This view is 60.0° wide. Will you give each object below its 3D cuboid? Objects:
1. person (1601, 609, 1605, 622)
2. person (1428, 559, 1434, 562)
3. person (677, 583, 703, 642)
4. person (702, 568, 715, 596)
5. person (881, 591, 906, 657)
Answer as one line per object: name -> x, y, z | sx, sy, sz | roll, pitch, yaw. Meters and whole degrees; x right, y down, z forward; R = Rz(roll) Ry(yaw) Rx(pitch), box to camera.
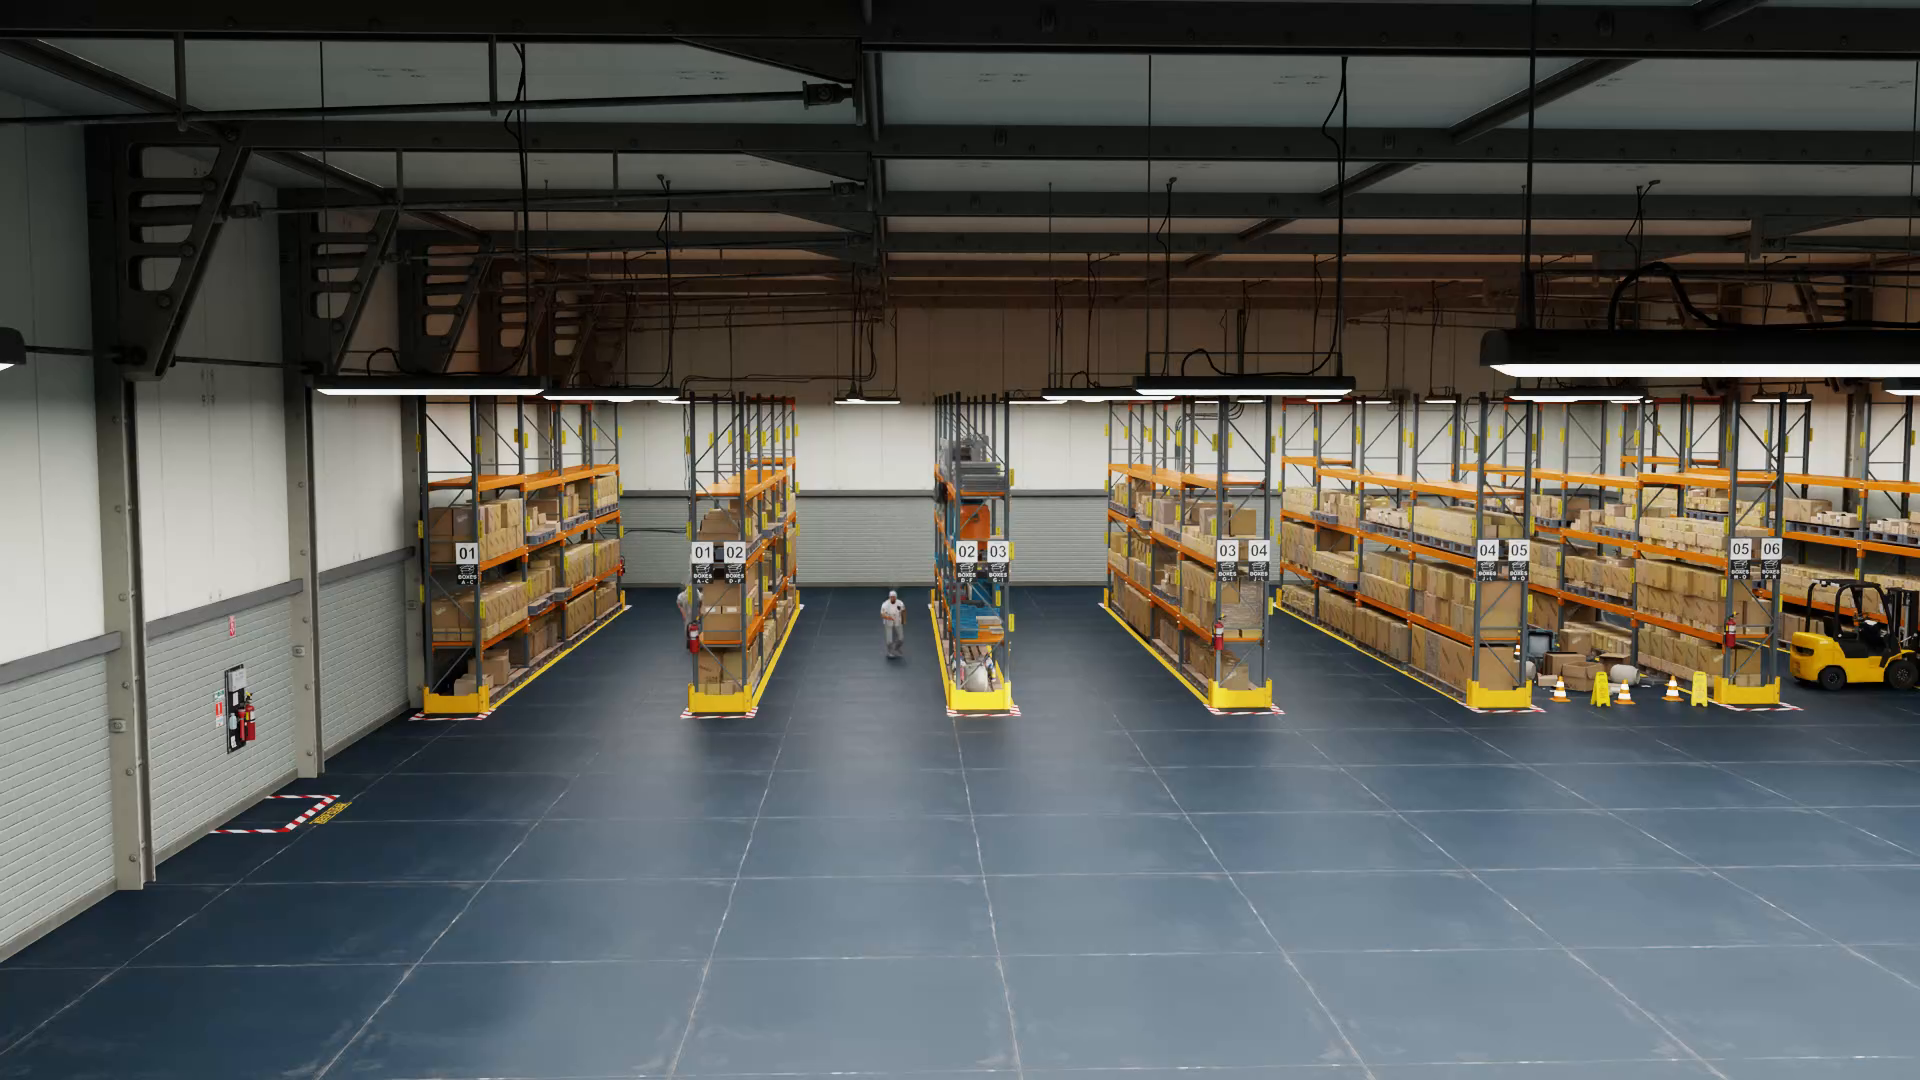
person -> 16.694, 1.394, 43.926 | 0.597, 1.652, 0.940 | -1, 5, -13
person -> 12.334, 1.384, 43.420 | 0.714, 1.734, 0.983 | -2, 5, -19
person -> -6.372, 1.768, 39.447 | 0.697, 1.593, 0.896 | -1, 5, -17
person -> -7.020, 1.061, 48.623 | 1.105, 1.480, 0.597 | 2, 5, 26
person -> -1.507, 1.927, 37.814 | 0.603, 1.550, 0.774 | -1, 5, -10
